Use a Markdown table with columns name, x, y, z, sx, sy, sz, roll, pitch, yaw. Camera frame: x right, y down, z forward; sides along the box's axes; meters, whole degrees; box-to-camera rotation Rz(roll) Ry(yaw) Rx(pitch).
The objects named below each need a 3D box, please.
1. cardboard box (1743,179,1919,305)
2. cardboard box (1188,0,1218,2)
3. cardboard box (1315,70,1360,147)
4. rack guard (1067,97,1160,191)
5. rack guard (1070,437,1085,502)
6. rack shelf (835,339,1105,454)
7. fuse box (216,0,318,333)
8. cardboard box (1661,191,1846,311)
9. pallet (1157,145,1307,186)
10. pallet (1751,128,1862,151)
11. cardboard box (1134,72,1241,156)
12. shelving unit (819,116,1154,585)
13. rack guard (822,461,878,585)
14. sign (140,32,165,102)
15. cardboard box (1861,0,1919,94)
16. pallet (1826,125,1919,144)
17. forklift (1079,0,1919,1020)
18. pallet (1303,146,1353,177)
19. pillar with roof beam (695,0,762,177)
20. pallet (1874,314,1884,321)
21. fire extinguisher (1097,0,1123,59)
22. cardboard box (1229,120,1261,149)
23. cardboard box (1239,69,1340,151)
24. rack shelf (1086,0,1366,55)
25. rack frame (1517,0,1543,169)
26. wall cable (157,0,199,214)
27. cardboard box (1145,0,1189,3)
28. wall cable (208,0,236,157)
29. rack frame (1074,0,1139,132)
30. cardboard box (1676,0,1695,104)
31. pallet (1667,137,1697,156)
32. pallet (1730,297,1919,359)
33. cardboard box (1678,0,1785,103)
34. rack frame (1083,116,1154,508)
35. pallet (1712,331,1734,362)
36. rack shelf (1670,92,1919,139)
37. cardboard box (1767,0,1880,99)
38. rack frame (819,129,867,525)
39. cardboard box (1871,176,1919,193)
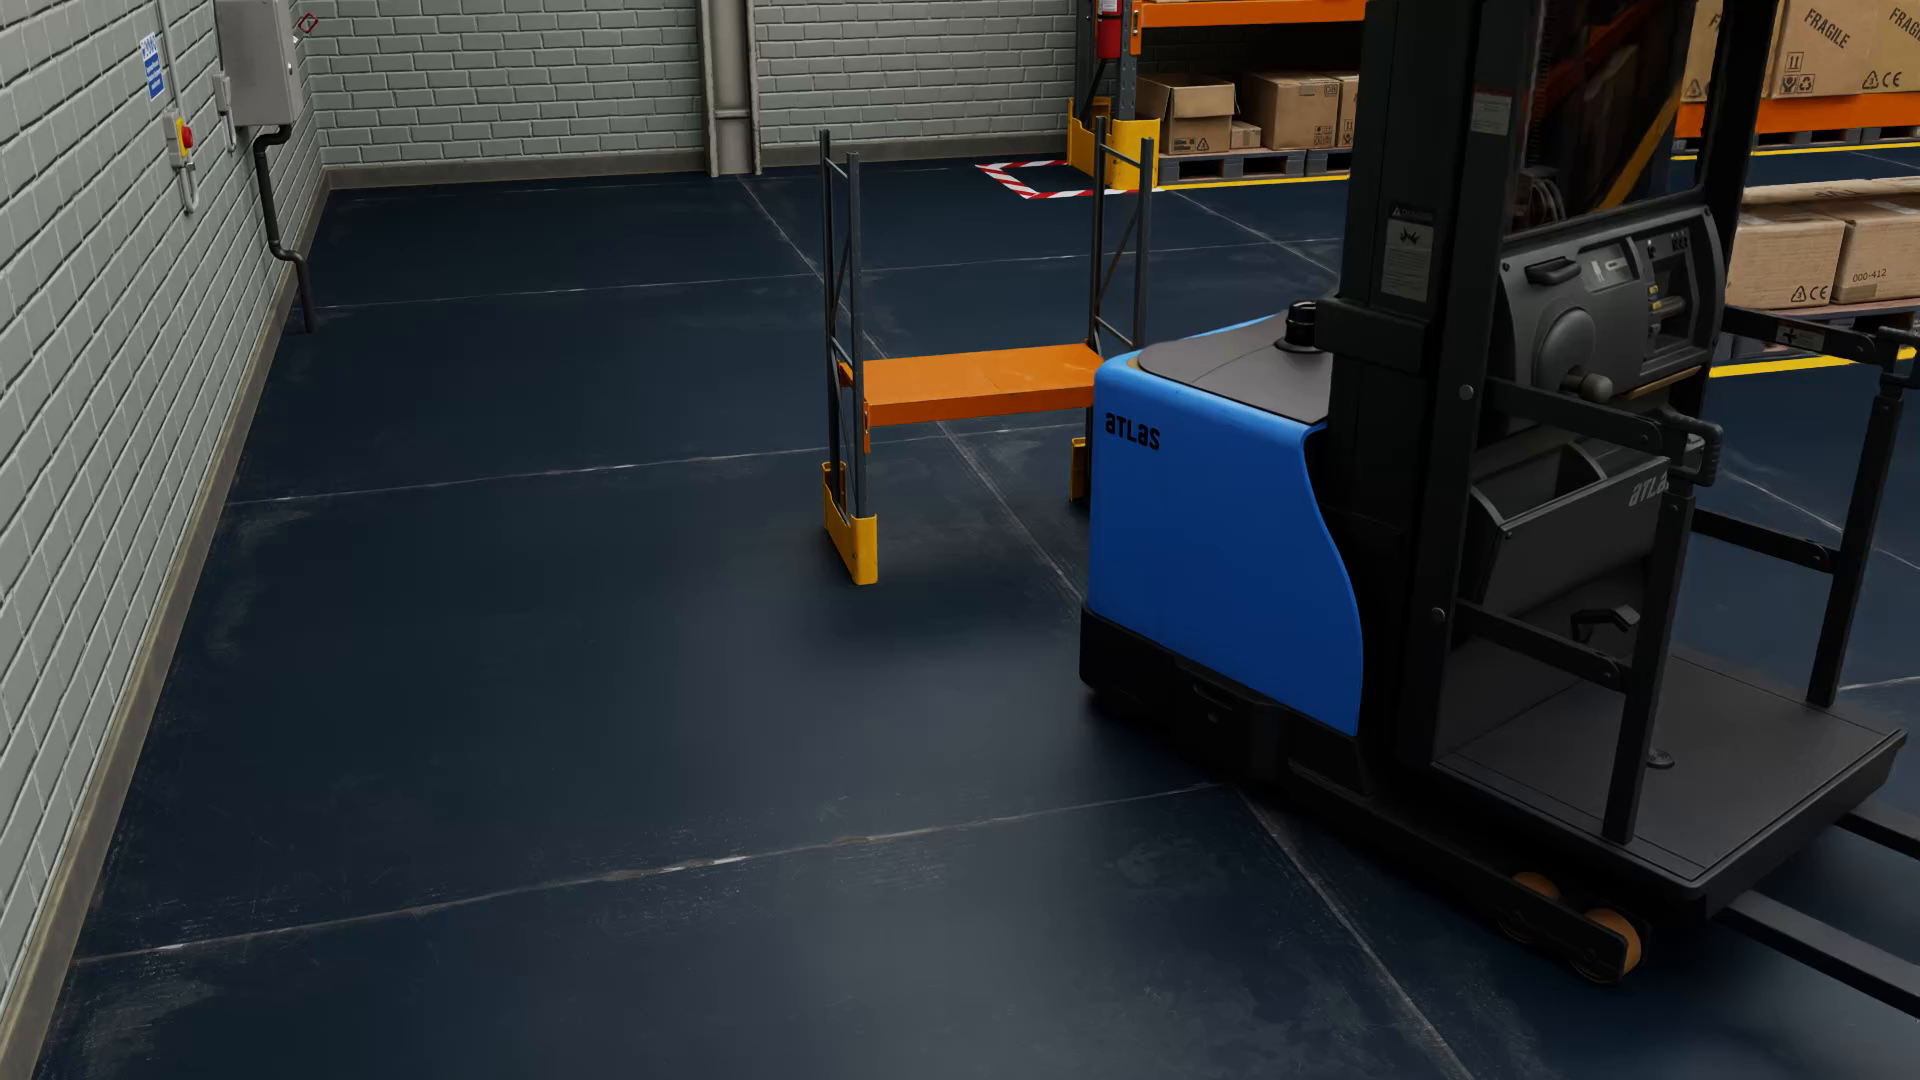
| name | x | y | z | sx | sy | sz | roll | pitch | yaw |
| --- | --- | --- | --- | --- | --- | --- | --- | --- | --- |
| cardboard box | 4.784 | -1.615 | 8.926 | 0.875 | 0.438 | 0.875 | -7 | 24 | -16 |
| cardboard box | 1.706 | -4.039 | 12.178 | 0.250 | 0.149 | 0.380 | -6 | 24 | -13 |
| cardboard box | 3.068 | -3.347 | 12.884 | 0.500 | 0.500 | 0.500 | -6 | 24 | -13 |
| rack guard | 1.157 | -3.038 | 12.697 | 0.348 | 0.500 | 1.175 | -6 | 24 | -14 |
| rack guard | 0.553 | -0.176 | 6.343 | 0.087 | 0.250 | 0.587 | -6 | 24 | -14 |
| rack shelf | 0.082 | -0.533 | 6.046 | 1.000 | 0.185 | 0.538 | -6 | 24 | -14 |
| fuse box | -3.422 | -1.906 | 8.523 | 0.414 | 1.711 | 0.539 | -6 | 24 | -14 |
| cardboard box | 3.915 | -1.519 | 8.703 | 0.875 | 0.438 | 0.875 | -6 | 24 | -13 |
| pallet | 1.924 | -2.991 | 12.953 | 1.213 | 0.211 | 1.003 | -6 | 24 | -14 |
| pallet | 6.885 | -3.556 | 14.269 | 1.213 | 0.211 | 1.003 | -6 | 24 | -14 |
| cardboard box | 1.698 | -3.254 | 12.662 | 0.637 | 0.503 | 0.797 | -7 | 24 | -16 |
| shelving unit | 0.073 | -0.697 | 5.973 | 1.083 | 1.500 | 0.587 | -6 | 24 | -14 |
| rack guard | -0.406 | -0.070 | 6.096 | 0.087 | 0.250 | 0.587 | -6 | 24 | -14 |
| sign | -3.041 | -1.785 | 6.262 | 0.001 | 0.218 | 0.327 | -6 | 24 | -14 |
| cardboard box | 4.419 | -2.454 | 8.039 | 0.500 | 0.500 | 0.500 | -6 | 24 | -13 |
| pallet | 8.057 | -3.684 | 14.569 | 1.213 | 0.211 | 1.003 | -6 | 24 | -14 |
| forklift | 1.694 | -0.545 | 3.803 | 1.130 | 2.935 | 3.031 | -18 | 29 | -36 |
| pallet | 3.096 | -3.119 | 13.252 | 1.213 | 0.211 | 1.003 | -6 | 24 | -14 |
| pillar with roof beam | -0.593 | -5.356 | 7.321 | 0.400 | 9.000 | 9.100 | -6 | 24 | -14 |
| pallet | 5.526 | -1.388 | 9.217 | 1.213 | 0.211 | 1.003 | -6 | 24 | -14 |
| fire extinguisher | 1.067 | -3.781 | 11.828 | 0.183 | 0.674 | 0.296 | -6 | 24 | -14 |
| cardboard box | 2.118 | -3.121 | 12.803 | 0.250 | 0.149 | 0.380 | -7 | 24 | -16 |
| cardboard box | 2.532 | -3.329 | 12.841 | 0.500 | 0.500 | 0.700 | -5 | 24 | -12 |
| rack shelf | 3.009 | -4.061 | 12.823 | 4.000 | 0.370 | 1.077 | -6 | 24 | -14 |
| rack frame | 2.428 | -2.295 | 7.794 | 0.127 | 3.000 | 1.000 | -6 | 24 | -14 |
| wall cable | -2.995 | -2.167 | 6.167 | 0.123 | 1.953 | 0.585 | -6 | 24 | -14 |
| cardboard box | 1.474 | -3.994 | 12.073 | 0.250 | 0.149 | 0.380 | -6 | 24 | -15 |
| wall cable | -3.389 | -2.689 | 7.425 | 0.122 | 1.984 | 0.588 | -6 | 24 | -14 |
| rack frame | 1.083 | -4.179 | 12.185 | 0.127 | 3.000 | 1.000 | -6 | 24 | -14 |
| cardboard box | 2.968 | -2.283 | 7.639 | 0.500 | 0.500 | 0.500 | -7 | 24 | -15 |
| pallet | 5.708 | -3.424 | 13.963 | 1.213 | 0.211 | 1.003 | -6 | 24 | -14 |
| pallet | 4.349 | -1.257 | 8.911 | 1.213 | 0.211 | 1.003 | -6 | 24 | -14 |
| cardboard box | 3.447 | -2.347 | 7.790 | 0.500 | 0.500 | 0.500 | -7 | 24 | -15 |
| rack frame | 0.572 | -0.752 | 6.102 | 0.032 | 1.500 | 0.500 | -6 | 24 | -14 |
| pallet | 3.177 | -1.128 | 8.612 | 1.213 | 0.211 | 1.003 | -6 | 24 | -14 |
| rack shelf | 4.354 | -2.177 | 8.432 | 4.000 | 0.370 | 1.077 | -6 | 24 | -14 |
| cardboard box | 3.942 | -2.395 | 7.900 | 0.500 | 0.500 | 0.500 | -6 | 24 | -15 |
| rack frame | -0.407 | -0.644 | 5.849 | 0.032 | 1.500 | 0.500 | -6 | 24 | -14 |
| cardboard box | 5.646 | -1.710 | 9.149 | 0.875 | 0.438 | 0.875 | -7 | 24 | -15 |
